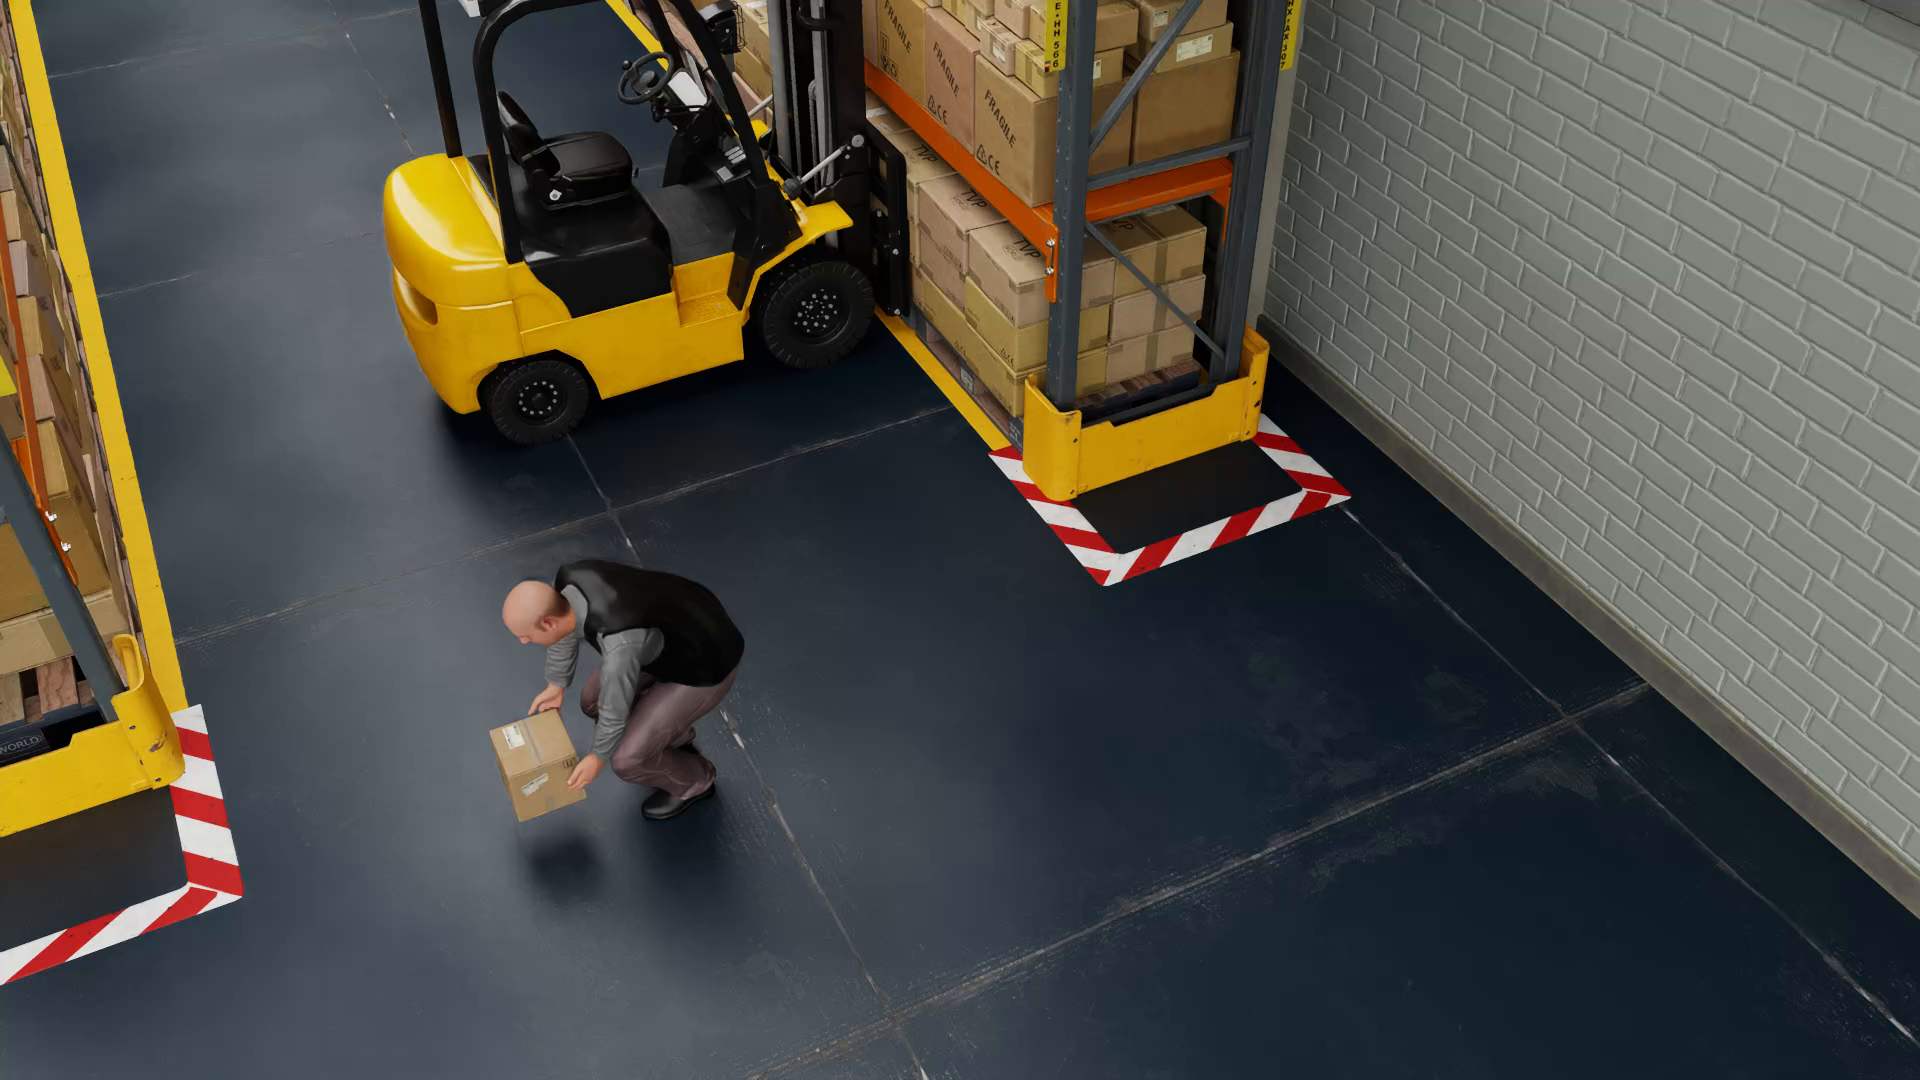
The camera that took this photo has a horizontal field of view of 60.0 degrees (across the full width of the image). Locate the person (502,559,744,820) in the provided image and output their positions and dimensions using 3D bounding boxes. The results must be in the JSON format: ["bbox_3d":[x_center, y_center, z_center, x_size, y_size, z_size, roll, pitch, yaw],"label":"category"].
[{"bbox_3d":[-1.165,0.511,5.985,0.798,1.205,0.579,-19,44,-20],"label":"person"}]
